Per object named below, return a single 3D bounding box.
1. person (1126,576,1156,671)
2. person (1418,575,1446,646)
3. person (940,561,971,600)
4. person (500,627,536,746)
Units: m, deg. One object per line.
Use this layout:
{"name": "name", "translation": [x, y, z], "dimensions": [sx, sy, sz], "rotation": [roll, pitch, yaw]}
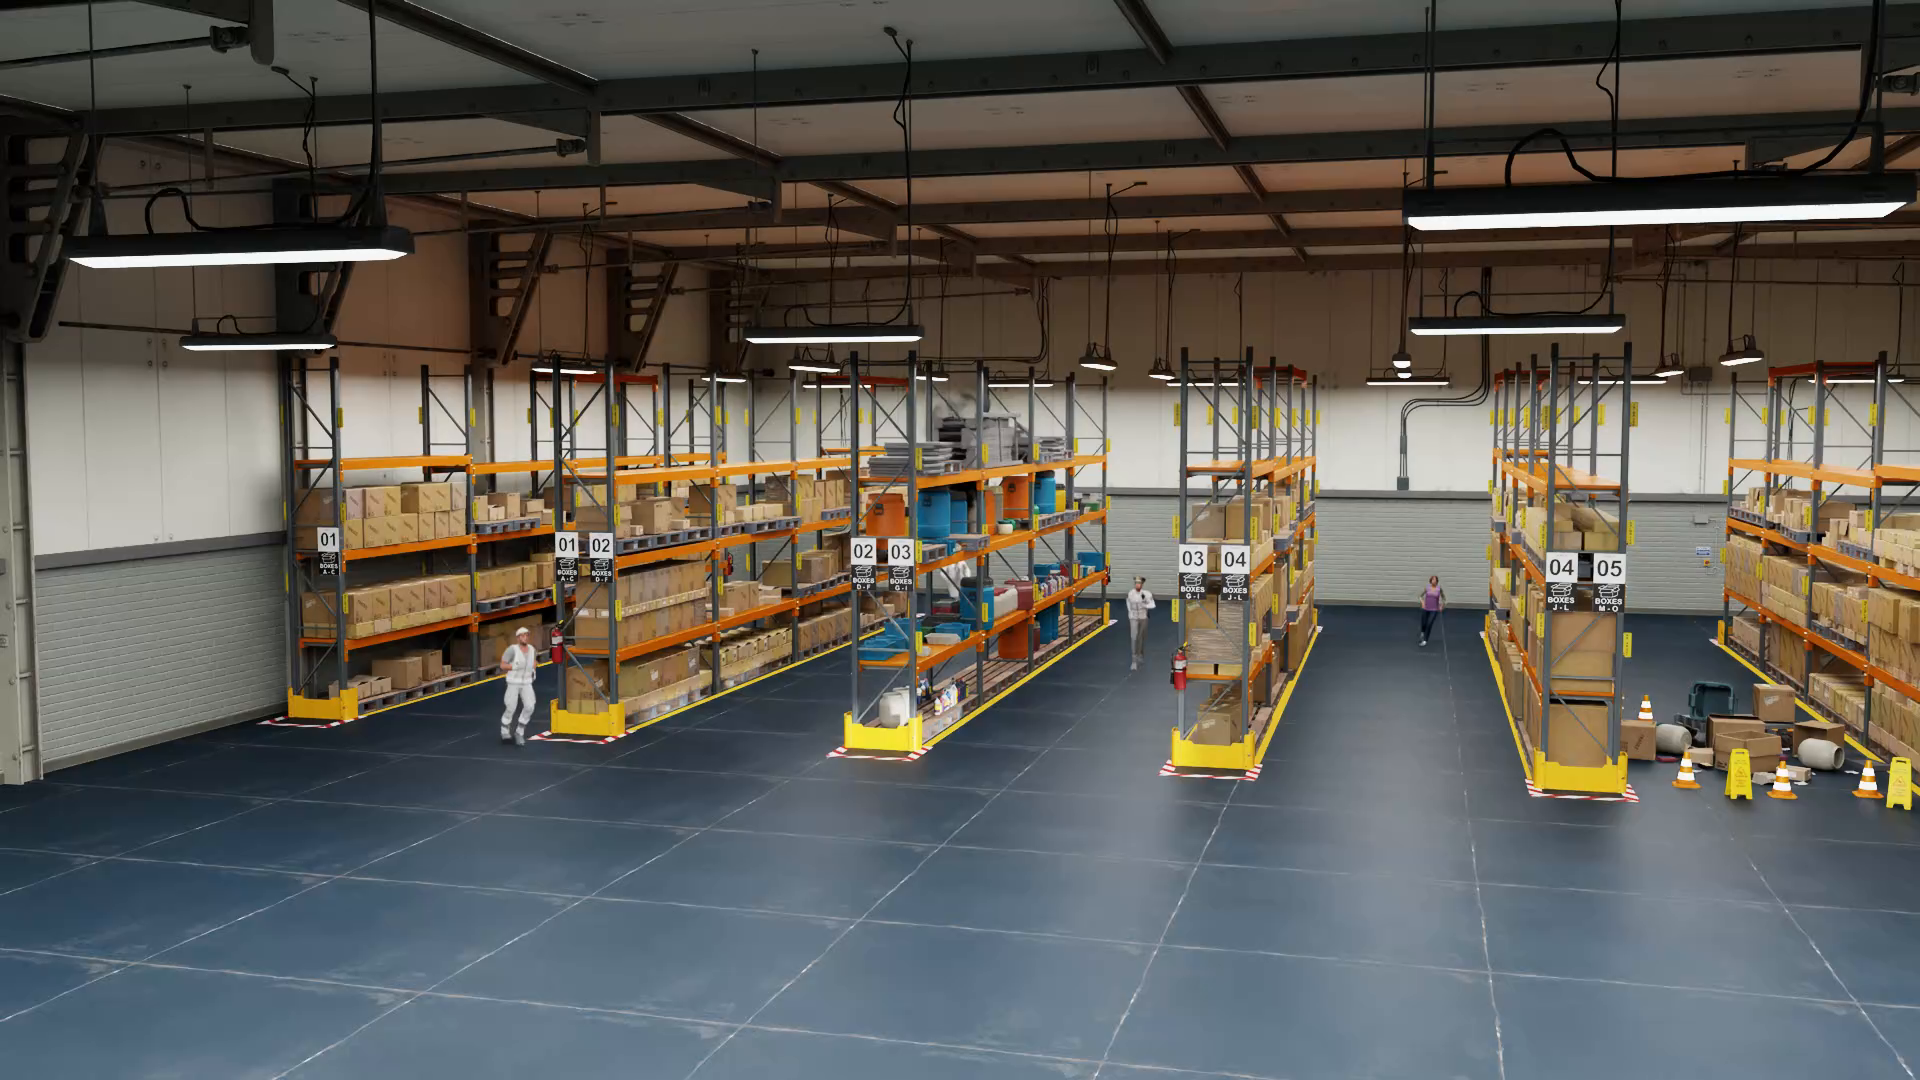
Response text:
{"name": "person", "translation": [3.441, 1.558, 31.708], "dimensions": [0.584, 1.776, 0.734], "rotation": [1, 4, 11]}
{"name": "person", "translation": [10.389, 1.544, 36.642], "dimensions": [0.588, 1.549, 0.691], "rotation": [2, 4, 20]}
{"name": "person", "translation": [-0.109, 1.195, 40.746], "dimensions": [0.780, 1.705, 0.908], "rotation": [-1, 4, -7]}
{"name": "person", "translation": [-6.744, 2.250, 25.568], "dimensions": [0.652, 1.822, 0.731], "rotation": [-3, 5, -35]}
